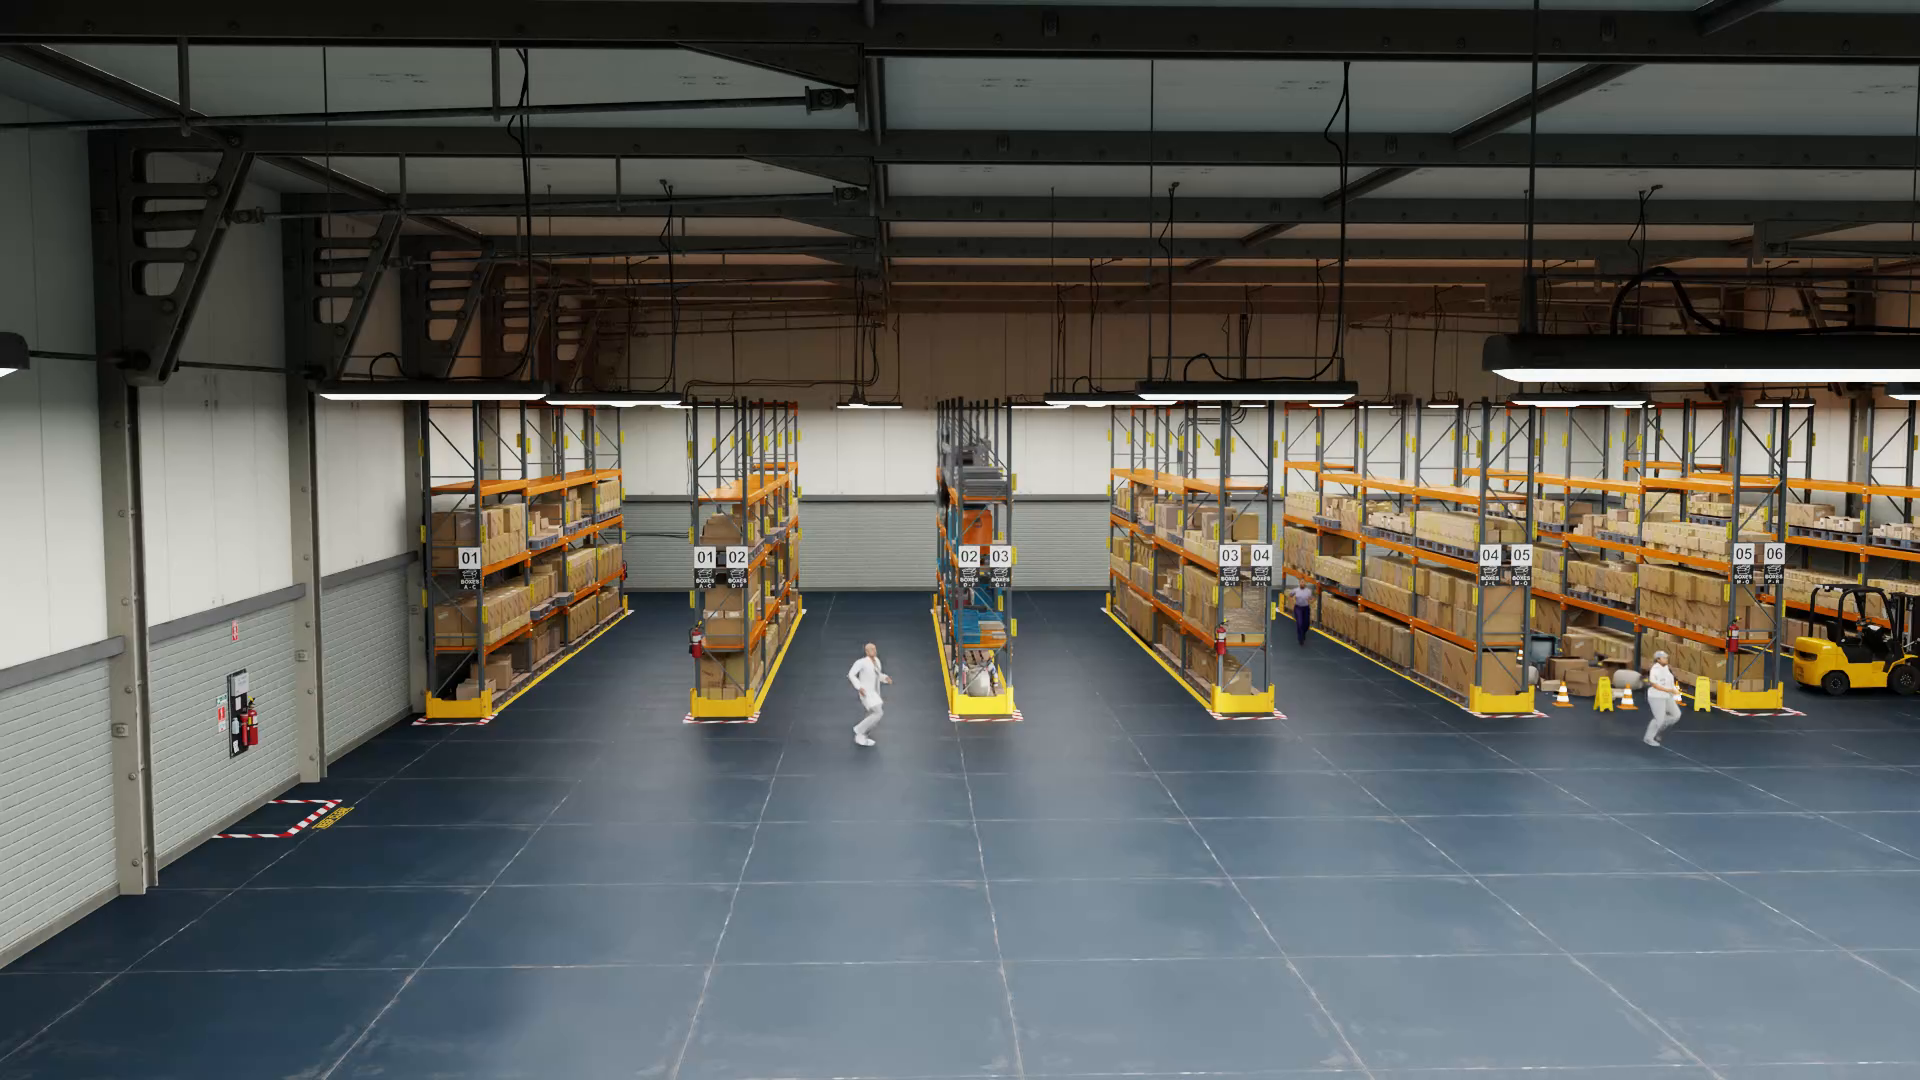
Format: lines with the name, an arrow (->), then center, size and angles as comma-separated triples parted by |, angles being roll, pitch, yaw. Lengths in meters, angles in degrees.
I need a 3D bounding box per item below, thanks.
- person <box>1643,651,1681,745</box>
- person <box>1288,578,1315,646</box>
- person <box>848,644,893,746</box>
person -> 12.058, 2.710, 28.492 | 0.599, 1.637, 0.589 | -4, 6, -41
person -> 8.395, 1.744, 40.833 | 0.615, 1.624, 0.918 | 0, 4, -2
person -> -1.492, 2.643, 28.493 | 0.671, 1.748, 0.685 | 2, 5, 28
